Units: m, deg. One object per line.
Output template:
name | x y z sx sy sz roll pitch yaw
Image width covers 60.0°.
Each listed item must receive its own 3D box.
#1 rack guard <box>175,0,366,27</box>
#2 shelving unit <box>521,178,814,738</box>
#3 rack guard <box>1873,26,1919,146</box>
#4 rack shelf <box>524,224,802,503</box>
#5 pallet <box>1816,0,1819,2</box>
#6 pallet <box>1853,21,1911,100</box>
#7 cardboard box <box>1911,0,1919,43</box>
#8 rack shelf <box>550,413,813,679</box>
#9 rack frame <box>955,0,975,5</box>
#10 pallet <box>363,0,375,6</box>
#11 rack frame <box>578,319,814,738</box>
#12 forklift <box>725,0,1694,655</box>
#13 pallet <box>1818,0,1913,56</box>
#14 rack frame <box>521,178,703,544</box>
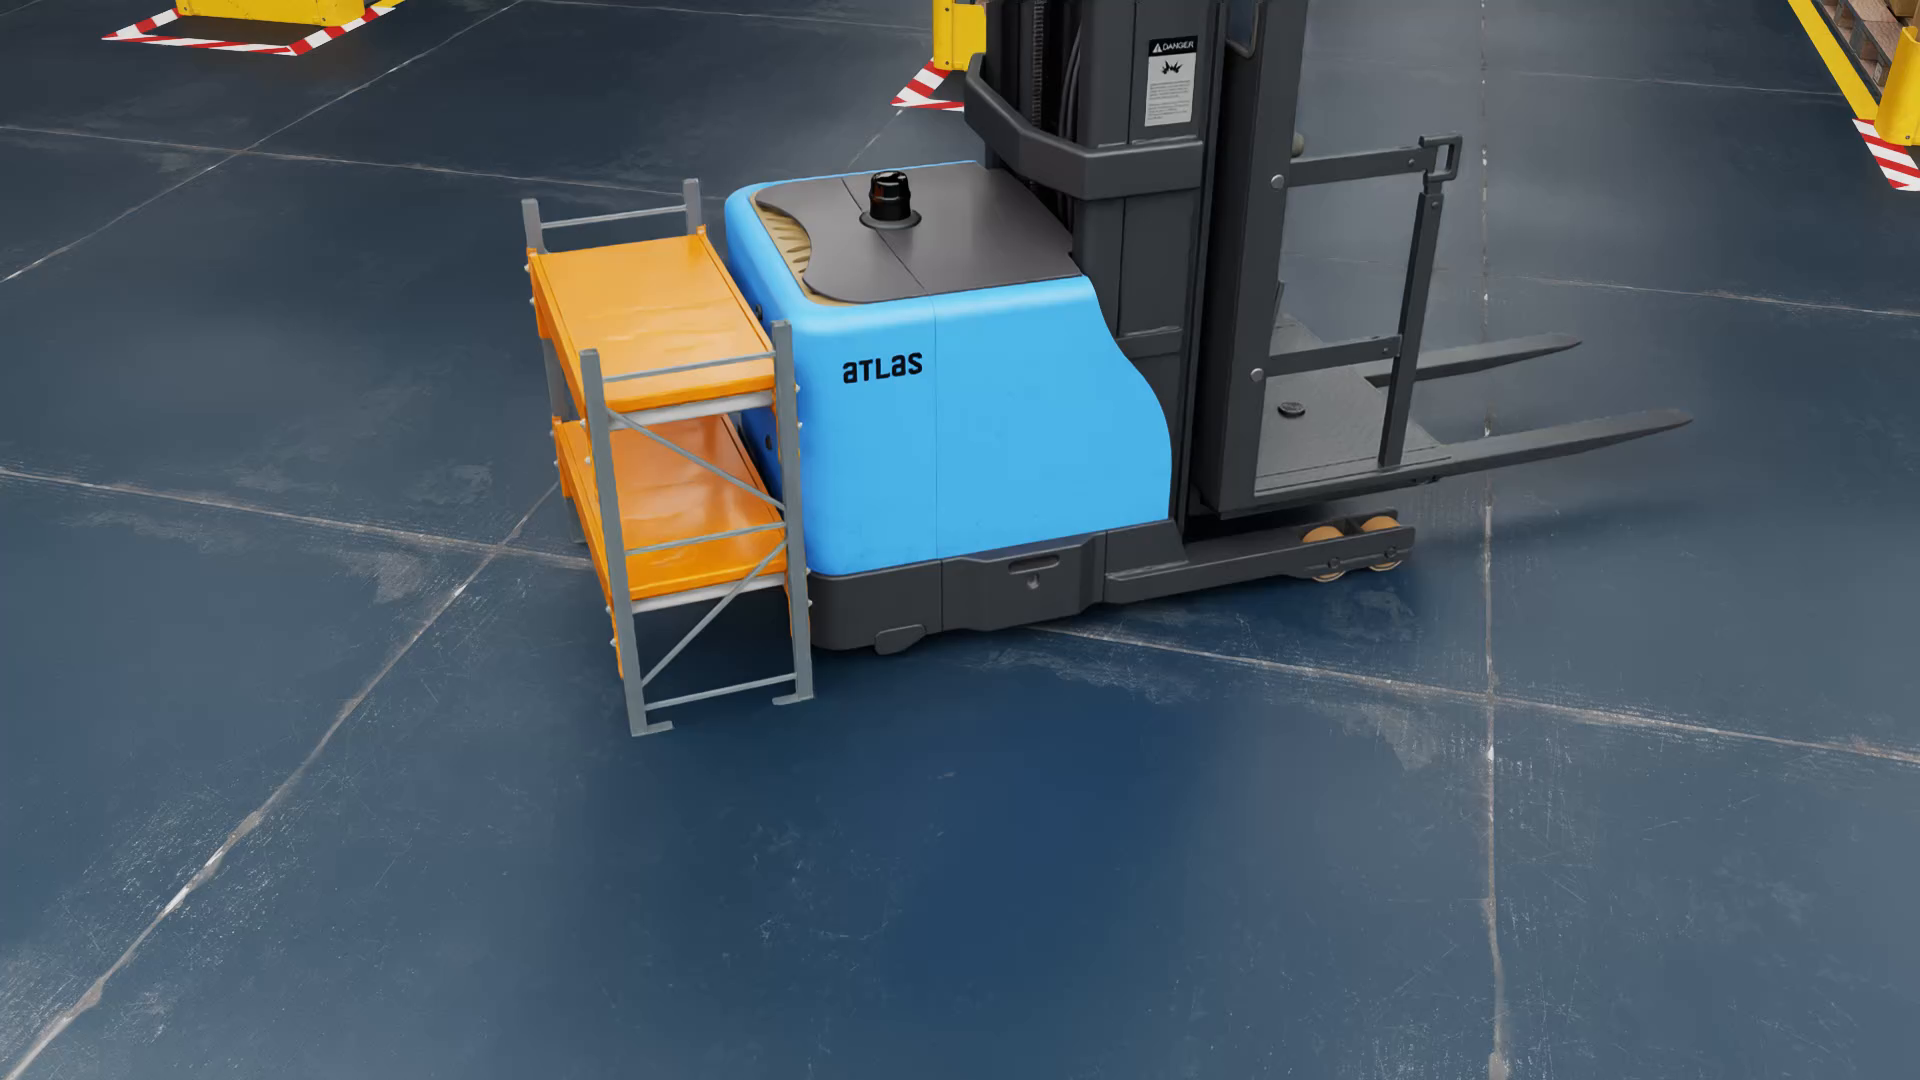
rack guard | -4.327 -3.523 10.325 1.175 0.500 0.348 8 33 12
shelving unit | -0.815 -0.258 4.608 0.538 1.125 1.048 -11 34 -17
rack guard | 5.279 -2.224 8.282 1.175 0.500 0.348 8 33 12
rack shelf | -0.815 -0.505 4.451 0.538 0.278 1.000 -11 34 -17
pallet | 6.139 -3.785 11.007 1.003 0.211 1.213 8 33 12
pallet | 5.519 -2.519 9.015 1.003 0.211 1.213 8 33 12
cardboard box | 5.553 -2.998 9.109 0.500 0.500 0.500 17 36 25
rack shelf | -0.815 -0.052 4.739 0.538 0.278 1.000 -11 34 -17
rack frame | 0.469 -3.914 8.610 1.000 3.000 0.127 8 33 12
pallet | -4.168 -3.816 11.056 1.003 0.211 1.213 8 33 12
rack frame | -0.642 -0.002 4.204 0.500 1.125 0.032 -11 34 -17
forklift | 0.871 -1.370 4.673 3.031 2.935 1.130 -10 34 -15
pallet | 5.831 -3.150 10.008 1.003 0.211 1.213 8 33 12
rack frame | -0.988 -0.515 5.011 0.500 1.125 0.032 -11 34 -17
